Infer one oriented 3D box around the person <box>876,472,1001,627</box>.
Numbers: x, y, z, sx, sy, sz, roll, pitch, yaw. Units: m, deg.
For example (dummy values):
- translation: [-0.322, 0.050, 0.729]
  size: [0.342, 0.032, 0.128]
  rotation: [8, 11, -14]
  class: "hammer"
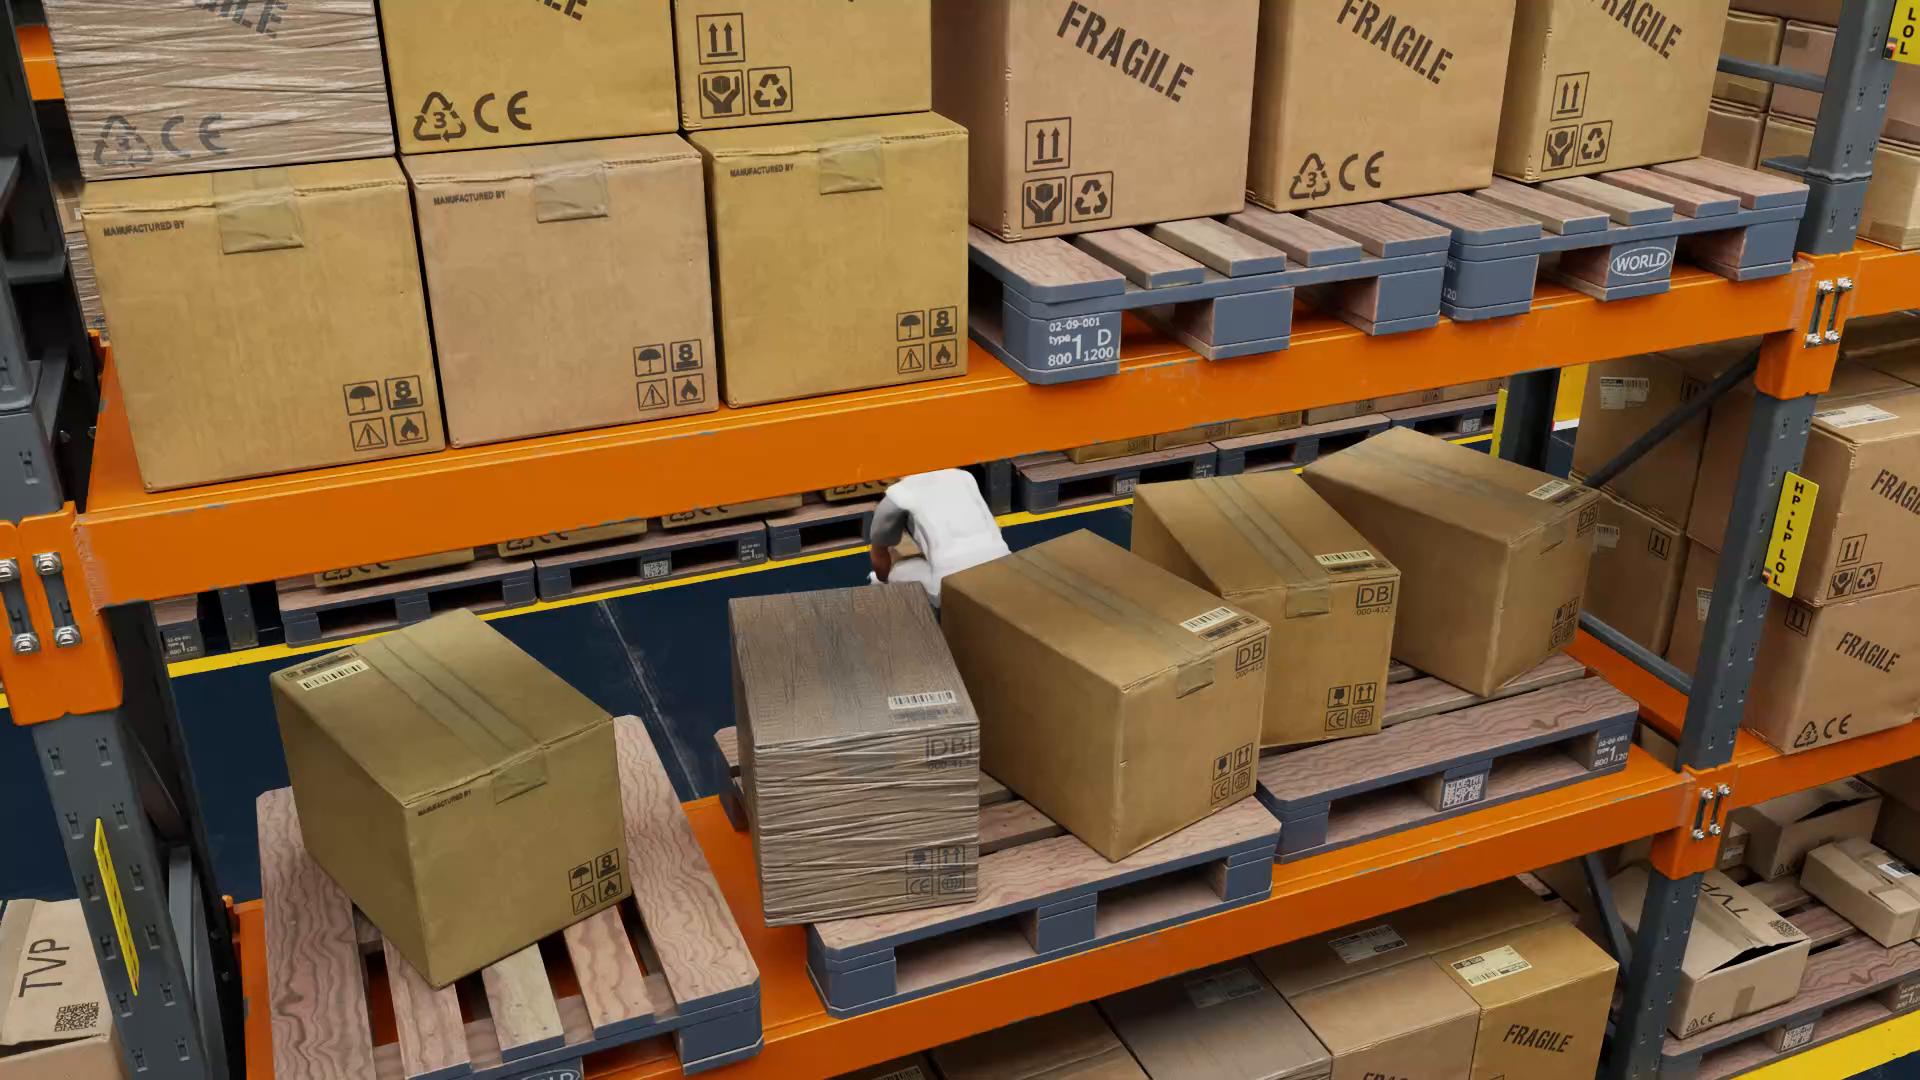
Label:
- translation: [-0.093, 0.109, 7.786]
  size: [0.563, 0.992, 0.879]
  rotation: [-10, 28, -21]
  class: "person"
